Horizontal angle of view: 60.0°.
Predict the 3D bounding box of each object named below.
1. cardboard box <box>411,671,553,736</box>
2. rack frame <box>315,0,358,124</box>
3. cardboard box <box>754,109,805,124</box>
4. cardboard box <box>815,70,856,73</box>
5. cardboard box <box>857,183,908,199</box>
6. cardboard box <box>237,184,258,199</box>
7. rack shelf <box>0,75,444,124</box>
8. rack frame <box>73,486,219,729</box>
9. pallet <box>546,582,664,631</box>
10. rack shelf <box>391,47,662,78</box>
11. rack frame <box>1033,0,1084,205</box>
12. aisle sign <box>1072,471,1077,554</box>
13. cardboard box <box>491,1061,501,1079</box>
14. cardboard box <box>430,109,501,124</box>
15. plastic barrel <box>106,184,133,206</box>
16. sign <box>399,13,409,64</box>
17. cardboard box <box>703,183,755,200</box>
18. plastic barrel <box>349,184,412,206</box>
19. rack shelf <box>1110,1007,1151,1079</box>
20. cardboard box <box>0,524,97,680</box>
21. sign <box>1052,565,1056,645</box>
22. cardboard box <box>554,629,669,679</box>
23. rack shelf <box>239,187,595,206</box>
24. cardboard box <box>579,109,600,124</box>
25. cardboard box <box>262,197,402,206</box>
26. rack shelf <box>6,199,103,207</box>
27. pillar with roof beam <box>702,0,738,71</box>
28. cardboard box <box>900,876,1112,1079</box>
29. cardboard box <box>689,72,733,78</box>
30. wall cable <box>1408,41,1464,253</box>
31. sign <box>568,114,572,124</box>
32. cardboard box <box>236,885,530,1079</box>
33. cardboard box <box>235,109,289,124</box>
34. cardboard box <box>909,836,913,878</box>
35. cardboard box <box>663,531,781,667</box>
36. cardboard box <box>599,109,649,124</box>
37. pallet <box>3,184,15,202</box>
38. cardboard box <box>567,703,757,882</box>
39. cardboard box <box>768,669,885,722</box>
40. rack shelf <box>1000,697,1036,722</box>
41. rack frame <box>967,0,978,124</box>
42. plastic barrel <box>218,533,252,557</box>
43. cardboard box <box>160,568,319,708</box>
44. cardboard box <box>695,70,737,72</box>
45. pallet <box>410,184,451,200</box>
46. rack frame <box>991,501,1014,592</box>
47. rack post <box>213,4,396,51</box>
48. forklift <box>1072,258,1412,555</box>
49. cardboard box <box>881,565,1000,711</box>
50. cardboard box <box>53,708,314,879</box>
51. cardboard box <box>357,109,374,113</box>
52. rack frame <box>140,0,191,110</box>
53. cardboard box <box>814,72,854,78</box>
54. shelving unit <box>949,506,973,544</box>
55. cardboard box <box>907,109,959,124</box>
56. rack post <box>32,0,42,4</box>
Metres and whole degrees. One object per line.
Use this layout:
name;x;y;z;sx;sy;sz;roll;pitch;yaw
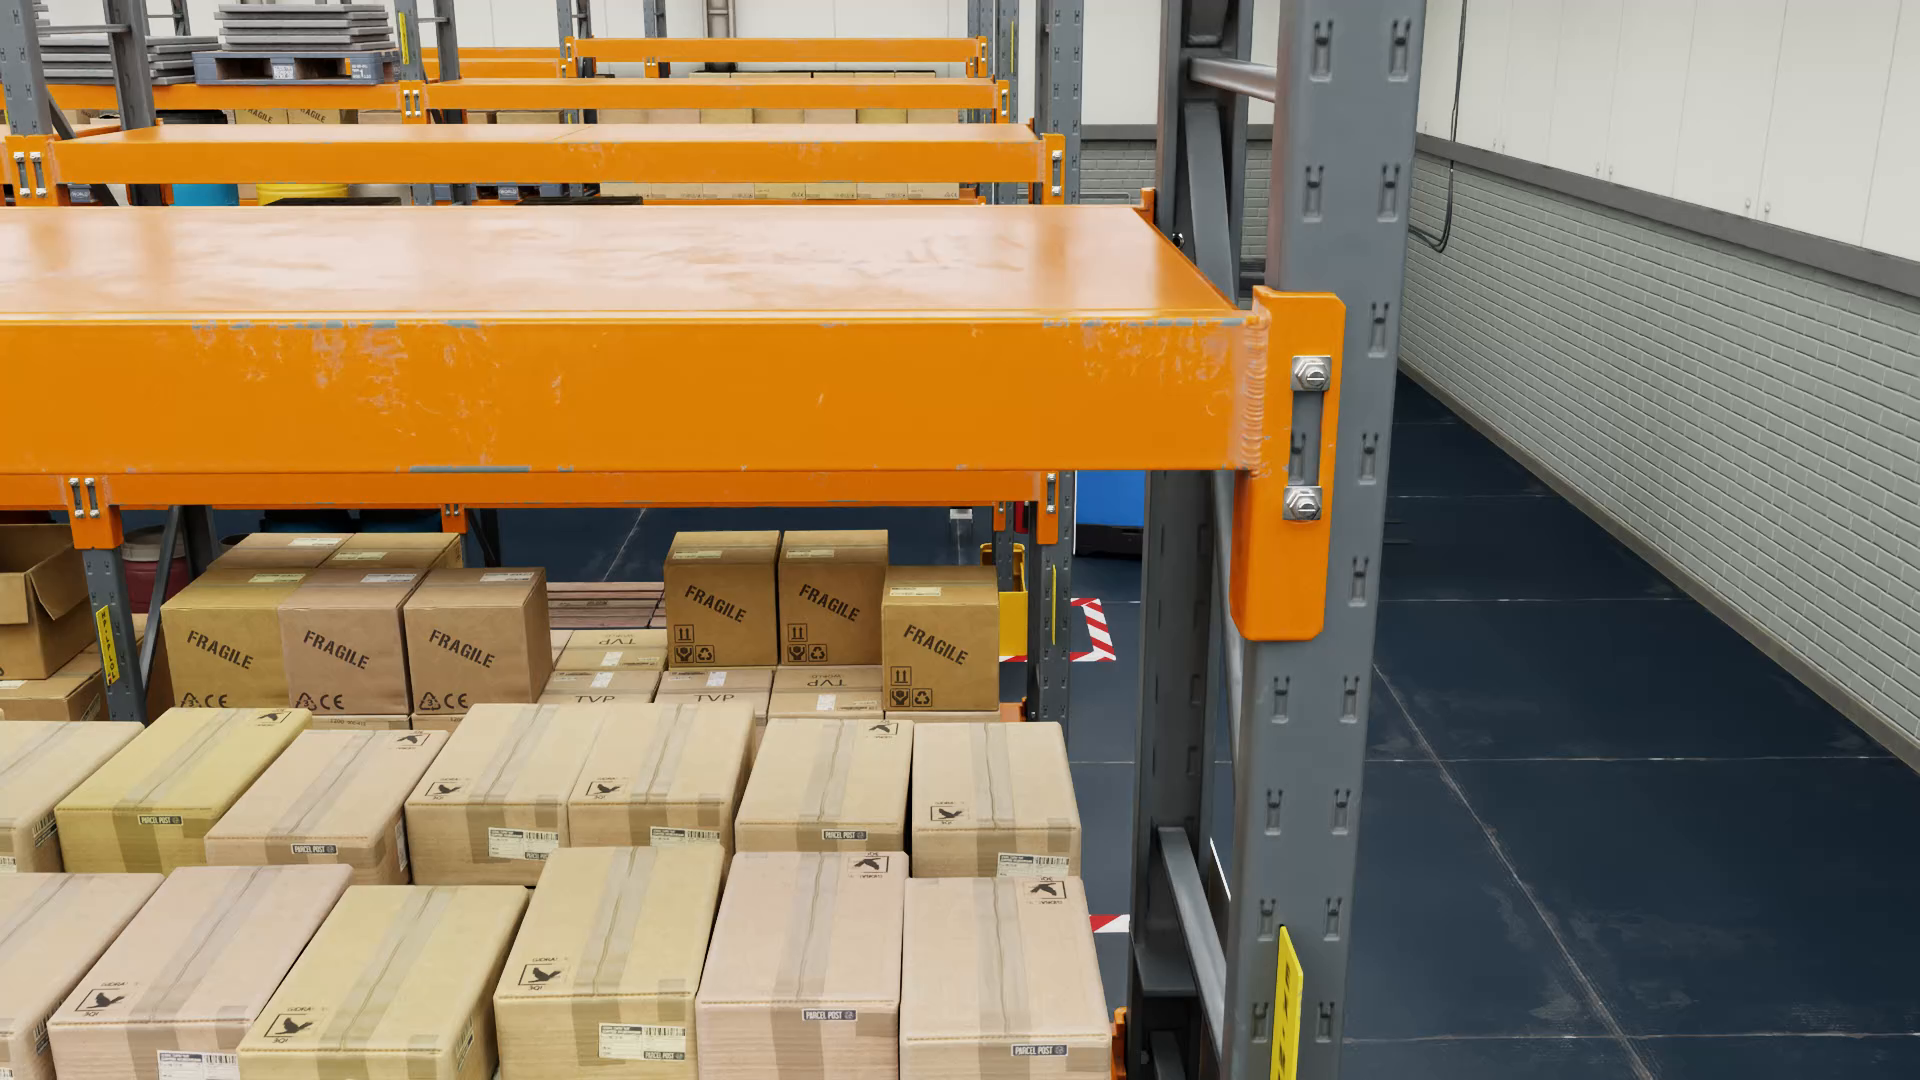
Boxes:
cardboard box;-2.110;0.793;7.423;0.500;0.250;0.500;0;18;1
rack frame;-7.833;-6.585;20.843;0.127;3.000;1.000;0;18;-1
cardboard box;-1.767;-4.213;16.559;0.500;0.500;0.700;0;18;-1
cardboard box;-1.601;-5.796;21.461;0.500;0.500;0.500;0;18;-1
cardboard box;-0.762;-3.529;16.473;0.500;0.250;0.500;0;18;-1
cardboard box;-6.806;-3.706;16.616;0.500;0.500;0.910;0;18;-1
rack shelf;-5.677;-3.036;11.612;4.000;0.370;1.077;0;18;-1
rack frame;-3.599;0.791;7.672;0.127;3.000;1.000;0;18;-1
pallet;-2.943;0.590;12.861;1.213;0.211;1.003;0;18;-1
rack shelf;-5.834;-6.062;21.044;4.000;0.370;1.077;0;18;-1
rack frame;0.400;-2.085;6.816;0.127;3.000;1.000;0;18;-1
aisle sign;0.477;-0.375;7.050;0.004;0.787;0.394;0;18;-1
cardboard box;-0.590;0.775;2.238;0.500;0.250;0.500;-1;18;-2
cardboard box;-4.925;-3.968;16.582;0.600;0.600;0.600;0;18;-1
plastic barrel;-5.907;-2.450;11.954;0.433;0.535;0.433;0;18;0
sign;-3.671;-3.311;10.979;0.005;0.325;0.100;0;18;-1
cardboard box;-2.262;-3.522;16.450;0.500;0.250;0.500;0;18;-1
plastic barrel;-4.208;-2.489;12.075;0.433;0.535;0.433;0;18;0
rack shelf;-1.622;1.211;2.630;4.000;0.370;1.077;0;18;-1
cardboard box;-4.238;0.271;7.486;0.637;0.503;0.797;-1;18;-2
sign;0.395;0.273;7.002;0.005;0.325;0.100;0;18;-1
cardboard box;-1.628;0.631;7.928;0.500;0.250;0.500;-1;18;-2
rack shelf;-5.752;-3.311;16.725;4.000;0.370;1.077;0;18;-1
cardboard box;-4.716;-5.462;21.371;0.500;0.500;0.700;-1;18;-4
cardboard box;-2.659;-1.292;7.012;0.500;0.250;0.500;-1;18;-4
rack shelf;-9.751;-3.292;16.665;4.000;0.370;1.077;0;18;-1
pillar with roof beam;-3.080;-5.557;17.639;0.400;9.000;9.100;0;18;-1
cardboard box;0.050;0.593;2.151;0.250;0.149;0.380;0;18;-1
cardboard box;-3.117;-5.627;20.934;0.500;0.500;0.500;0;18;-1
wall cable;5.826;-5.063;21.183;0.112;2.526;3.097;0;18;-1
sign;-3.740;-3.927;15.978;0.005;0.325;0.100;0;18;-1
cardboard box;-0.717;0.600;2.129;0.250;0.149;0.380;0;18;0
cardboard box;-6.805;-4.170;16.425;0.500;0.500;0.500;0;18;-1
cardboard box;-0.076;0.615;2.737;0.500;0.250;0.500;0;18;0
cardboard box;-1.102;0.271;7.824;0.500;0.500;0.500;-1;18;-2
cardboard box;-3.266;-4.201;16.521;0.500;0.500;0.700;0;18;-1
pallet;-9.547;-3.517;16.499;1.213;0.211;1.003;1;18;2
cardboard box;-0.478;0.409;2.726;0.250;0.149;0.380;0;18;-1
cardboard box;-0.587;0.787;7.443;0.500;0.250;0.500;-1;18;-2
rack shelf;-1.600;1.124;7.812;4.000;0.370;1.077;0;18;-1
rack frame;0.166;-6.624;20.964;0.127;3.000;1.000;0;18;-1
plastic barrel;-5.496;0.239;12.777;0.421;0.512;0.421;0;18;0
cardboard box;-3.116;0.439;7.299;0.500;0.500;0.500;0;18;-1
cardboard box;-3.139;-5.784;21.423;0.500;0.500;0.500;0;18;-1
pallet;-5.442;-3.586;16.713;1.003;0.211;1.213;0;18;-1
rack frame;0.322;-0.741;12.448;0.127;3.000;1.000;0;18;-1
rack post;-4.520;-3.548;11.500;0.954;0.300;0.937;-1;18;-2
forklift;2.430;-1.332;14.401;3.031;2.935;1.130;3;18;9
cardboard box;-0.083;0.427;7.337;0.500;0.500;0.500;0;18;0
cardboard box;-1.242;0.416;2.705;0.250;0.149;0.380;0;18;1
cardboard box;-7.359;-5.434;21.281;0.500;0.500;0.700;-2;18;-5
rack frame;-7.751;-5.072;16.127;0.127;3.000;1.000;0;18;-1
cardboard box;-1.584;-5.638;20.967;0.500;0.500;0.500;-1;18;-3
shelving unit;0.008;-0.429;14.910;0.210;0.900;0.258;0;18;-1
cardboard box;-0.266;-4.199;16.514;0.500;0.500;0.700;0;18;-1
rack post;-6.900;-3.839;11.437;0.986;0.289;0.624;0;18;-1
